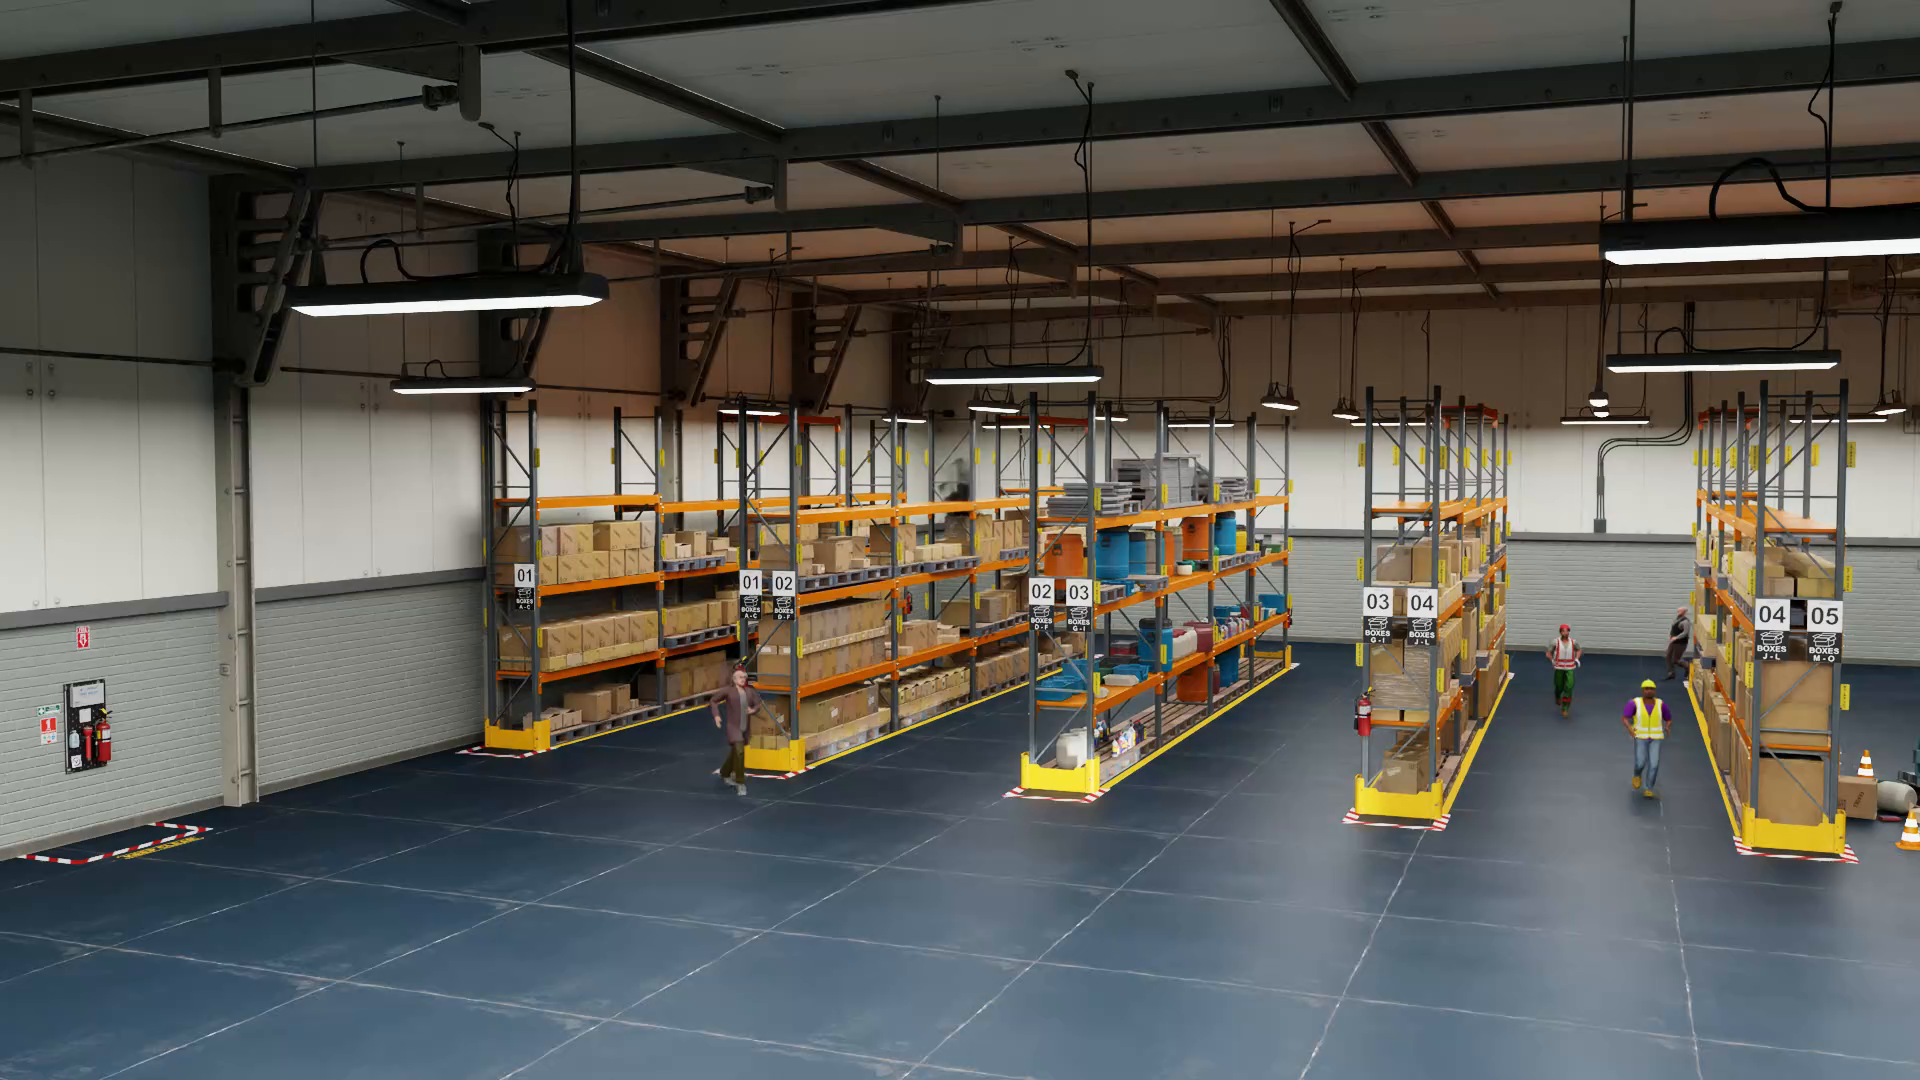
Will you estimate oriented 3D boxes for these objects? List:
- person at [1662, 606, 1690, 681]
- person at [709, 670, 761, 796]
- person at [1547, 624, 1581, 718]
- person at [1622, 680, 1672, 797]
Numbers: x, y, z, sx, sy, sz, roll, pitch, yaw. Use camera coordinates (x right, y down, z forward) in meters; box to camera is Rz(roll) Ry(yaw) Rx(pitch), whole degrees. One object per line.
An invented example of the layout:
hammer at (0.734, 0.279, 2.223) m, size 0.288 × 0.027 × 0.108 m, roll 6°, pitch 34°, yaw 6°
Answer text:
person at (16.177, 2.332, 37.301) m, size 0.720 × 1.698 × 0.690 m, roll 0°, pitch 3°, yaw 0°
person at (-3.342, 2.906, 25.047) m, size 0.887 × 1.791 × 0.733 m, roll 3°, pitch 4°, yaw 44°
person at (11.788, 2.525, 32.439) m, size 0.656 × 1.783 × 0.899 m, roll 1°, pitch 3°, yaw 13°
person at (10.173, 2.928, 24.595) m, size 0.698 × 1.718 × 0.606 m, roll 1°, pitch 3°, yaw 13°
